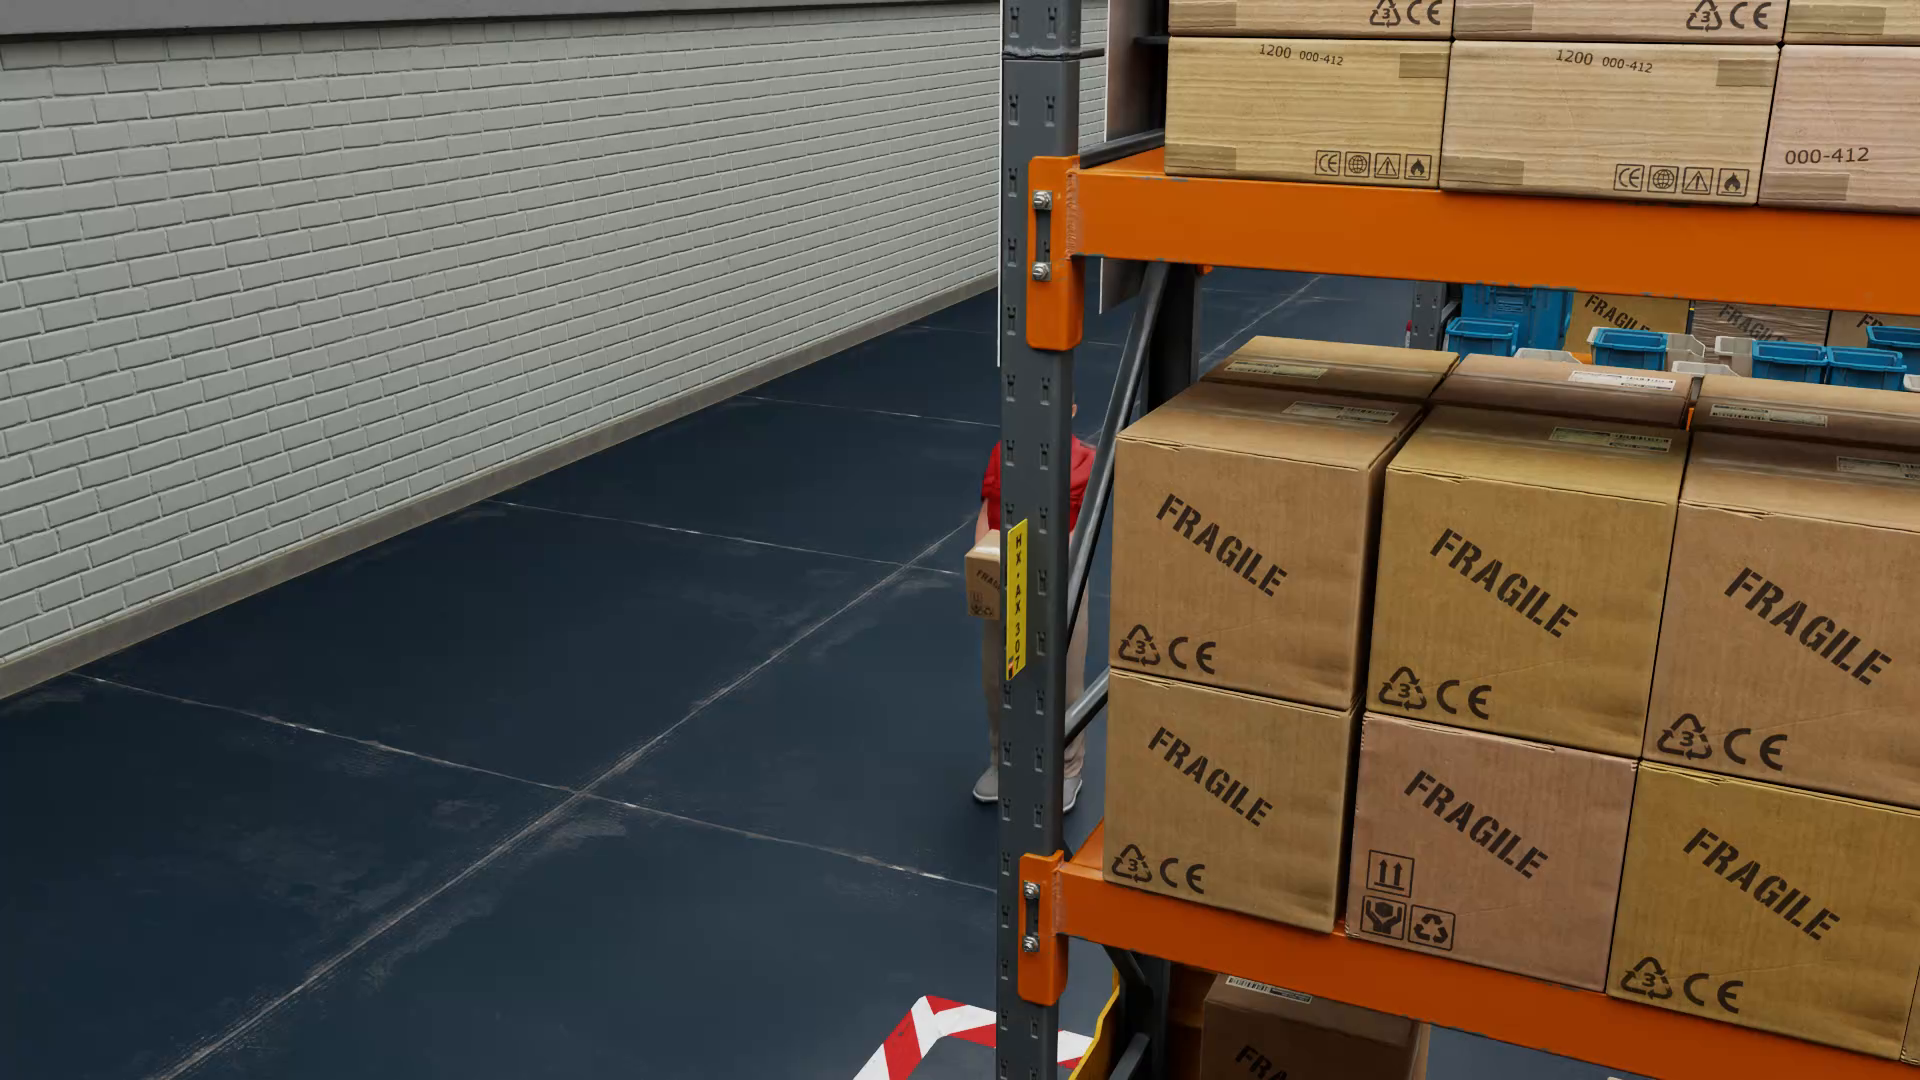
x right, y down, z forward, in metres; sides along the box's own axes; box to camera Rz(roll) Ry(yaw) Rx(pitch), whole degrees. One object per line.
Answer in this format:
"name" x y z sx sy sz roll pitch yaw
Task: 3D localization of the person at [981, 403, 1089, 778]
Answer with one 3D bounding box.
"person" 0.298 0.210 6.495 0.430 1.570 0.363 8 21 23
